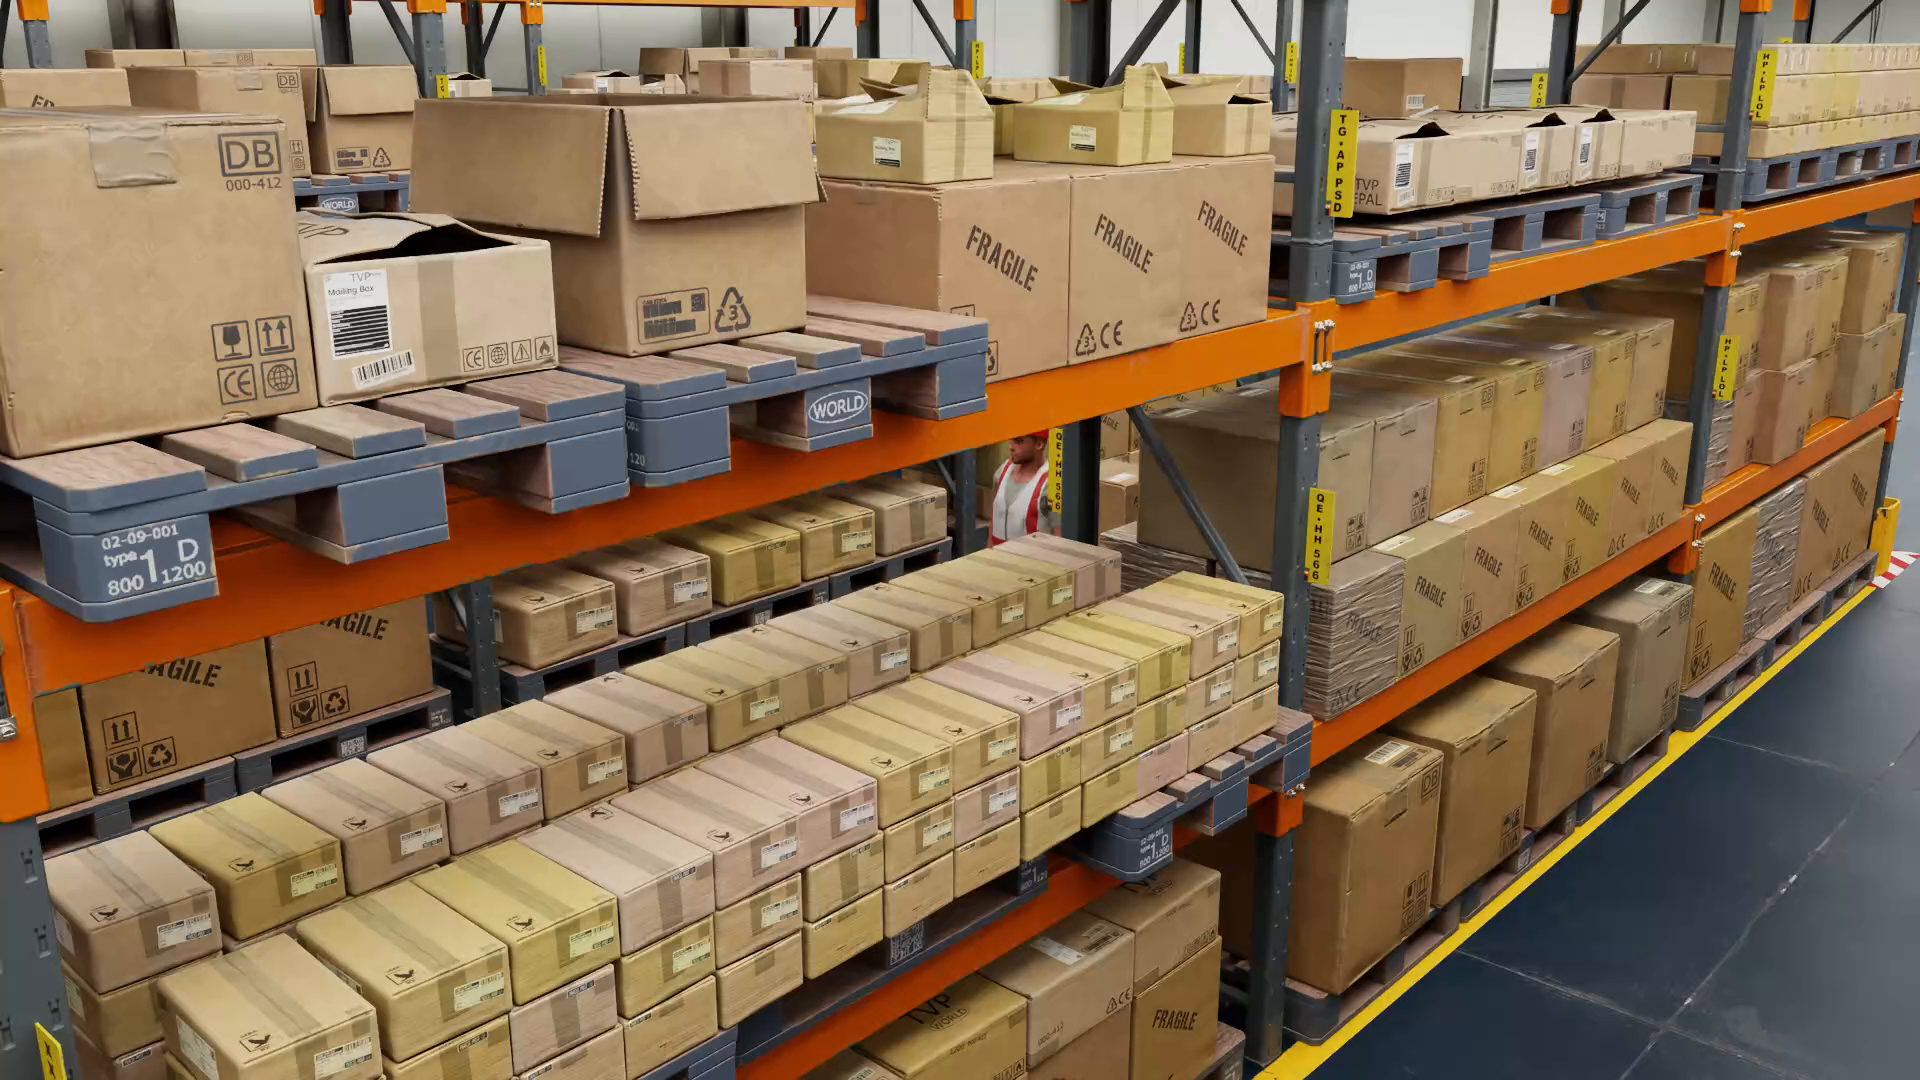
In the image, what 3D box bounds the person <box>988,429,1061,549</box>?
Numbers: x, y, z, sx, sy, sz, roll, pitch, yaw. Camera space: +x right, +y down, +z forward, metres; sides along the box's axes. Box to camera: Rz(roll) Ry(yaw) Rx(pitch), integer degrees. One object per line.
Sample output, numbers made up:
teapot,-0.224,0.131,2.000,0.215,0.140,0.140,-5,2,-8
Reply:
person,0.311,0.191,8.777,0.595,1.795,0.371,15,22,41
